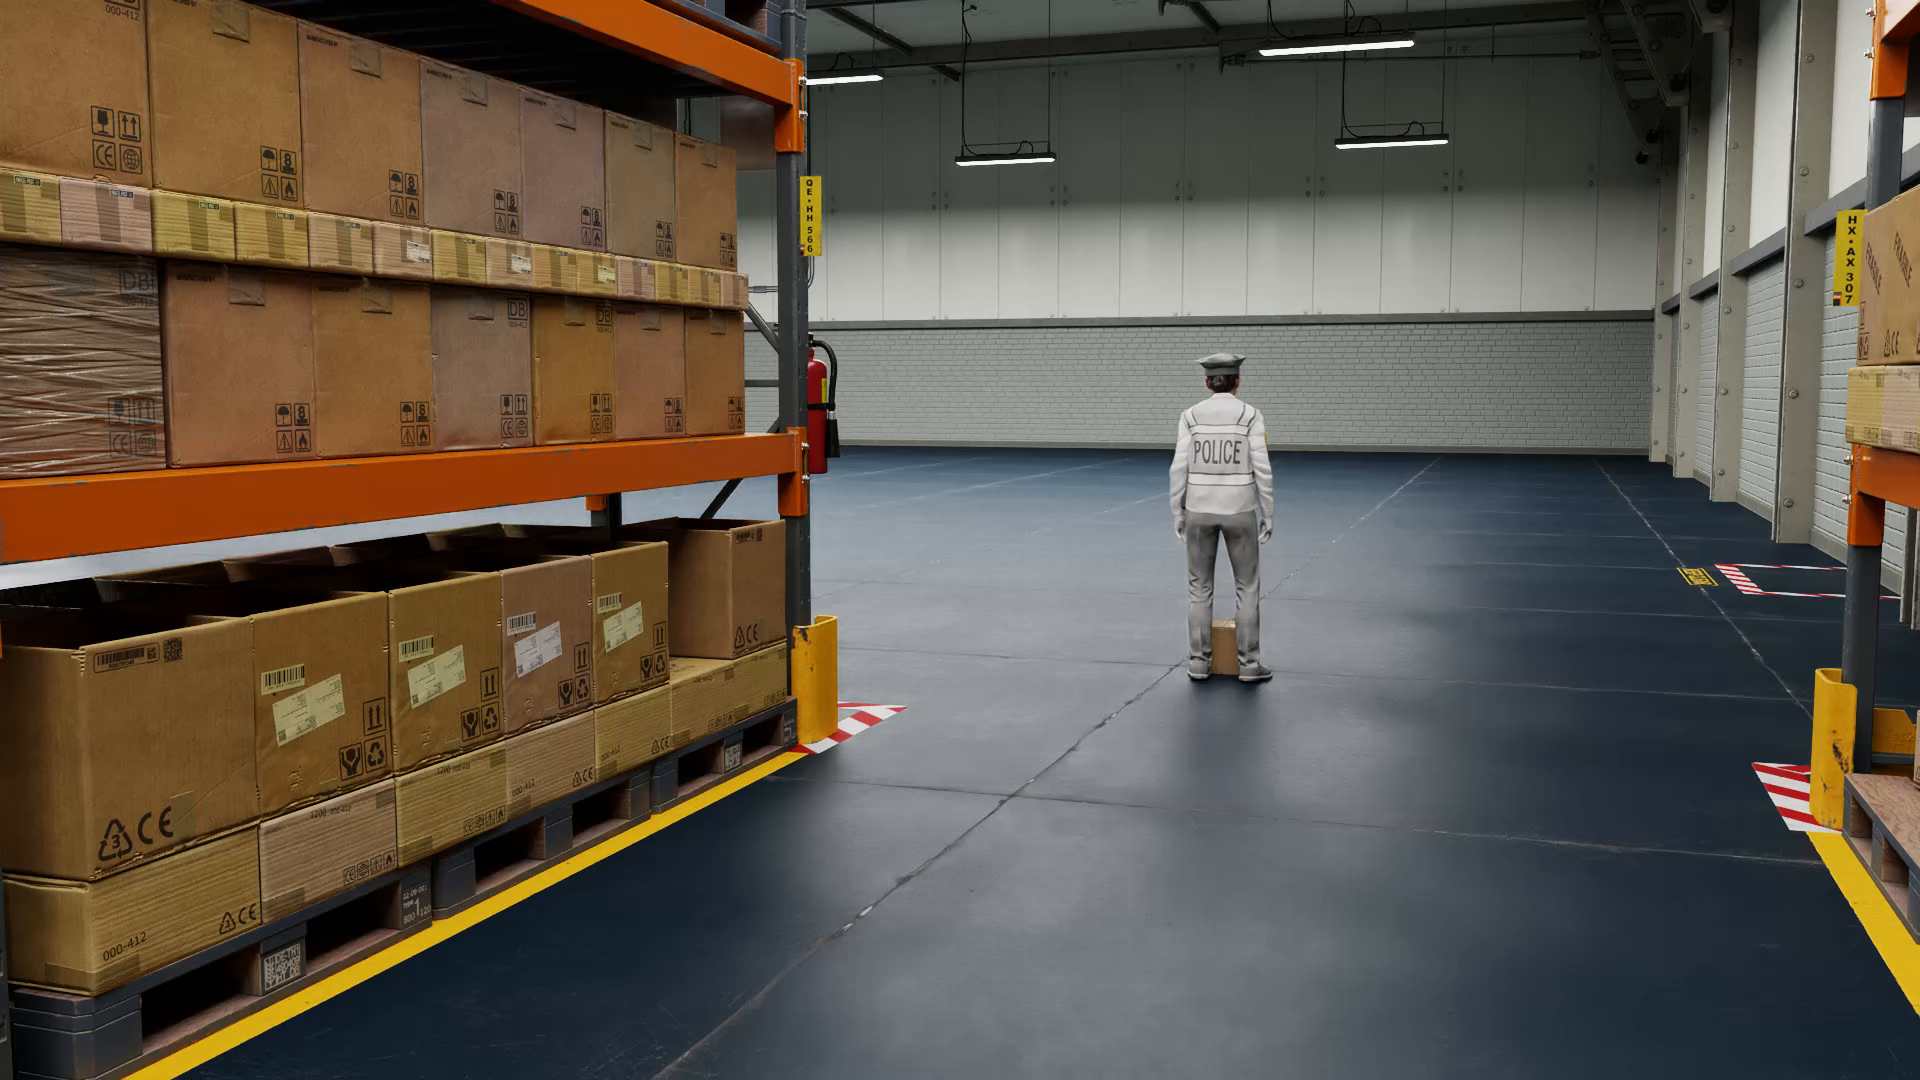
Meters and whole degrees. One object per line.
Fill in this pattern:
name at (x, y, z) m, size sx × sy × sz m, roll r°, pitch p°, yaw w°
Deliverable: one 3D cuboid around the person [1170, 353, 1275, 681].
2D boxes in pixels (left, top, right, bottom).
person at (1.334, -0.116, 8.471) m, size 0.529 × 1.664 × 0.372 m, roll 2°, pitch 6°, yaw 19°
